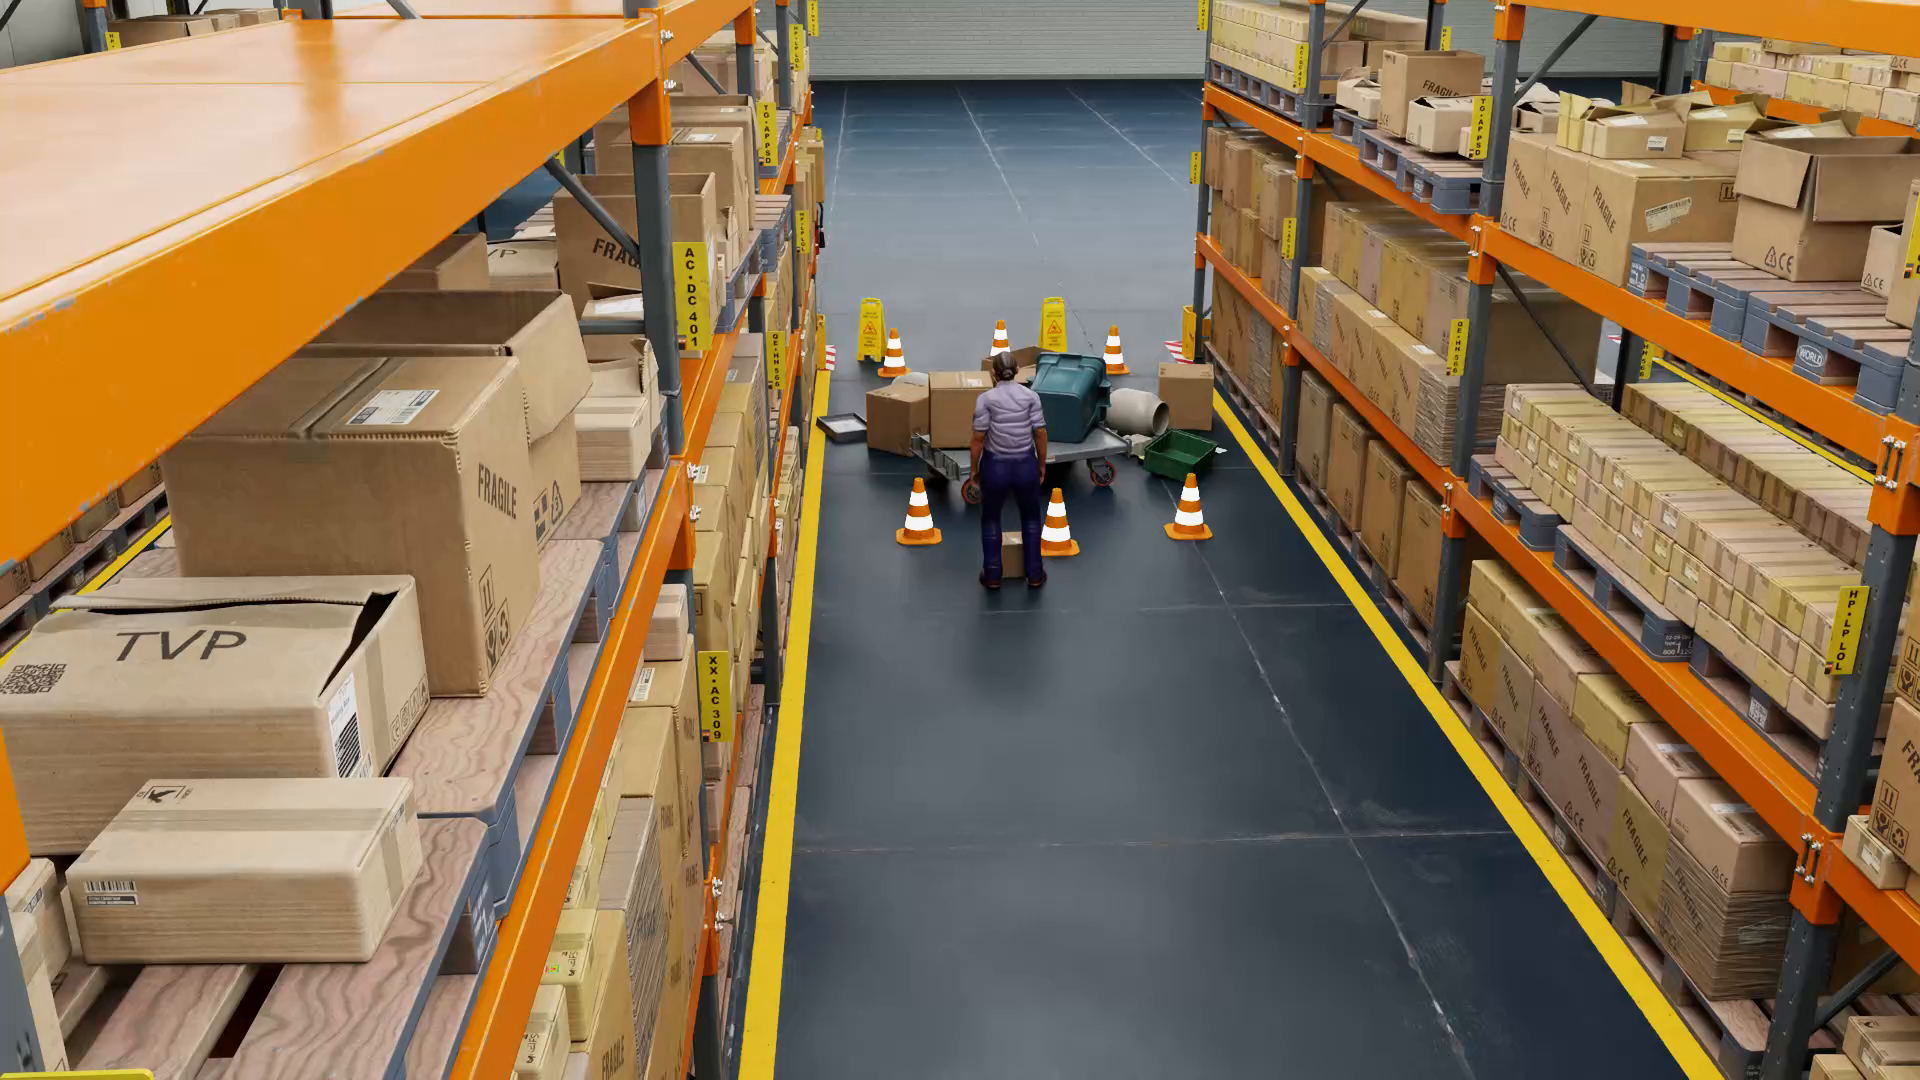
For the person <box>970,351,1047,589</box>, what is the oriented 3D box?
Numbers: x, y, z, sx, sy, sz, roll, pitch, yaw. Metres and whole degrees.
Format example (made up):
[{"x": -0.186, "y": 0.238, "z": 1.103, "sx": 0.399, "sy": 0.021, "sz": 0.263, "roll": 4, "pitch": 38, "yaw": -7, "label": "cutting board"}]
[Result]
[{"x": 0.349, "y": -0.468, "z": 11.338, "sx": 0.555, "sy": 1.651, "sz": 0.367, "roll": -2, "pitch": 21, "yaw": -6, "label": "person"}]
